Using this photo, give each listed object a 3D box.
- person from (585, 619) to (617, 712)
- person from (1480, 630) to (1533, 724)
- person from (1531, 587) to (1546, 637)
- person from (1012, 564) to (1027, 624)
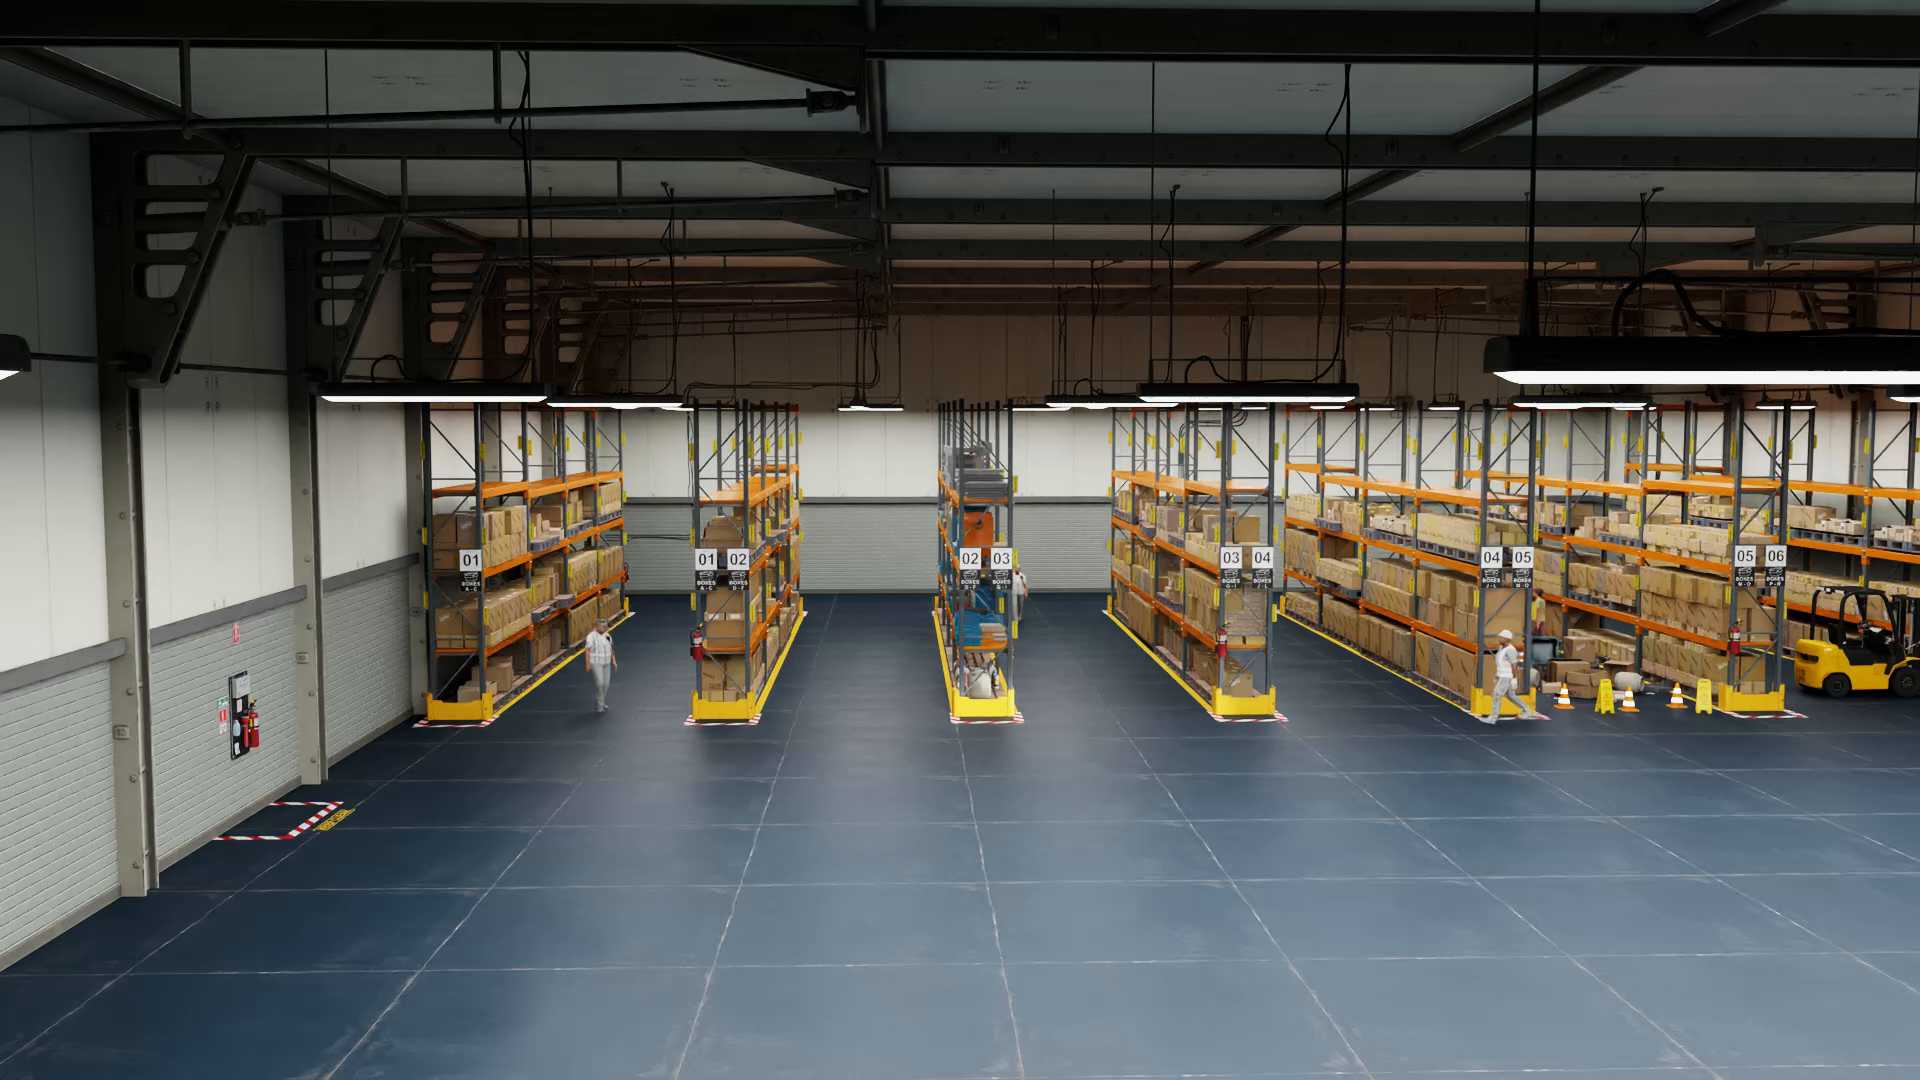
[{"bbox_3d":[-6.912,2.445,32.156,0.534,1.828,0.564,4,6,41],"label":"person"},{"bbox_3d":[10.093,2.522,30.661,1.065,1.745,0.560,0,4,-3],"label":"person"},{"bbox_3d":[13.526,1.939,38.777,0.451,1.646,0.543,-1,5,-19],"label":"person"},{"bbox_3d":[1.583,1.458,45.391,0.505,1.605,1.034,0,4,-5],"label":"person"}]
